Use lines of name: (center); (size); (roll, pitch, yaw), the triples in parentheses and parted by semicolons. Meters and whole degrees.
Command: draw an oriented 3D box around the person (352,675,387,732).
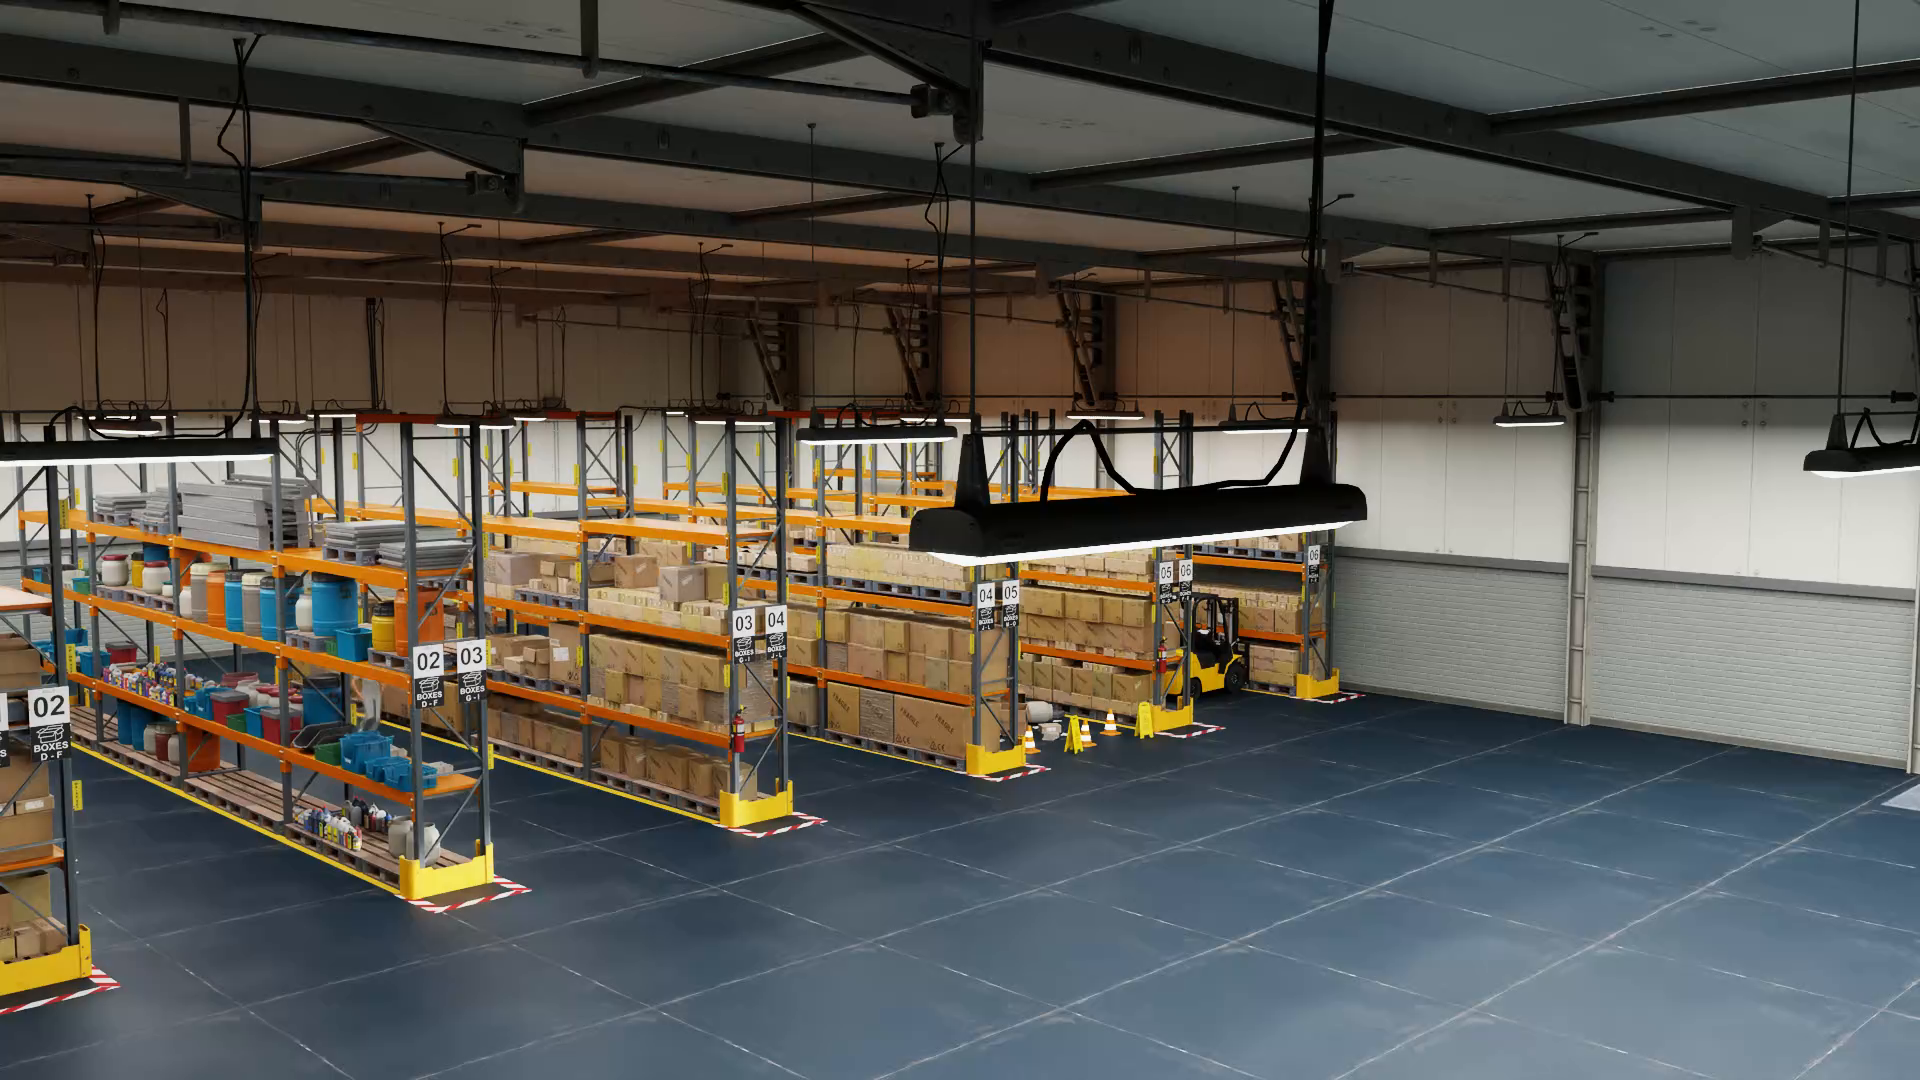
person: (-10.692, 2.888, 30.236); (0.609, 1.638, 0.527); (-4, 6, -39)

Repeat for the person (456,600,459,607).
person: (-11.348, 2.116, 37.643); (0.696, 1.664, 0.742); (-3, 6, -31)
